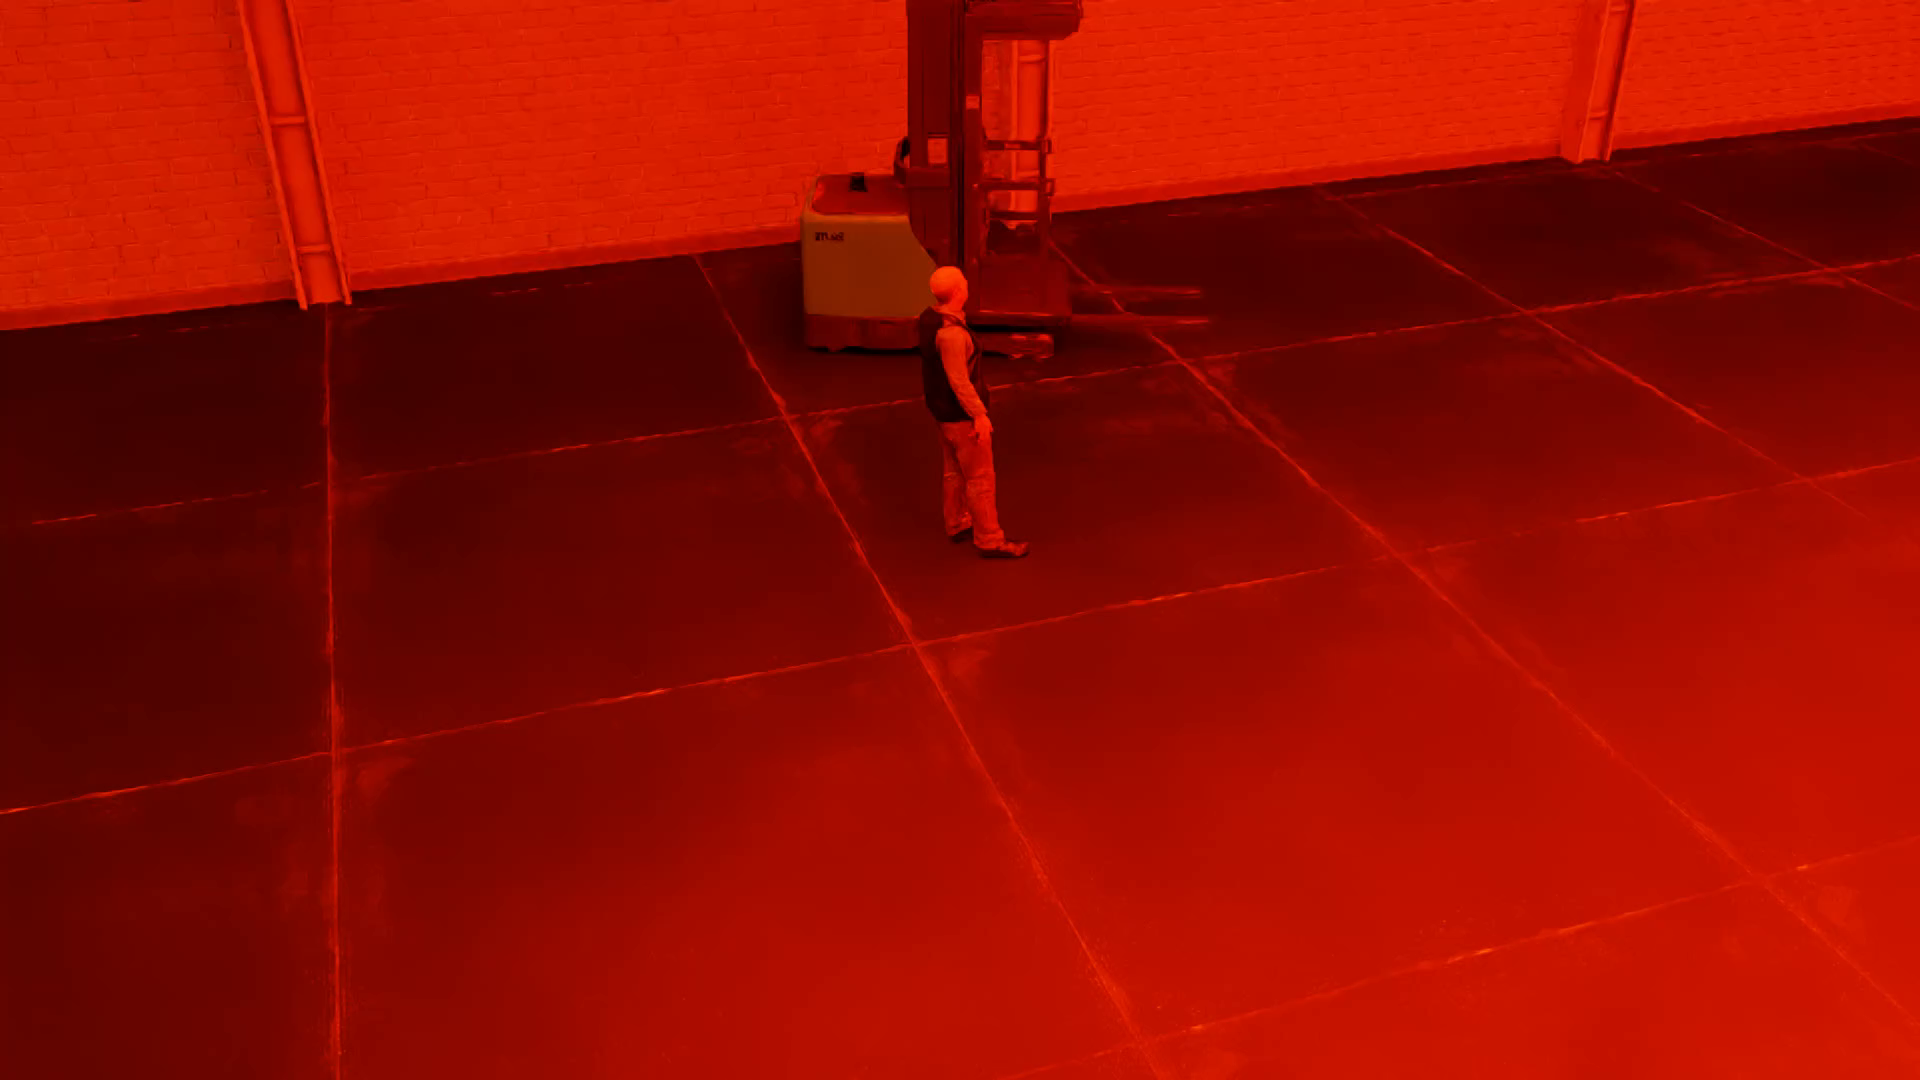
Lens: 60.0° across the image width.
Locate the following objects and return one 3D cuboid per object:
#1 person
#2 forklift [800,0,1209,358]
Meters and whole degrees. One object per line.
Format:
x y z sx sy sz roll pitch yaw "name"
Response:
0.062 -0.758 9.604 0.567 1.720 0.632 -10 31 -16 "person"
0.354 -2.896 12.120 3.031 2.935 1.130 1 30 1 "forklift"
